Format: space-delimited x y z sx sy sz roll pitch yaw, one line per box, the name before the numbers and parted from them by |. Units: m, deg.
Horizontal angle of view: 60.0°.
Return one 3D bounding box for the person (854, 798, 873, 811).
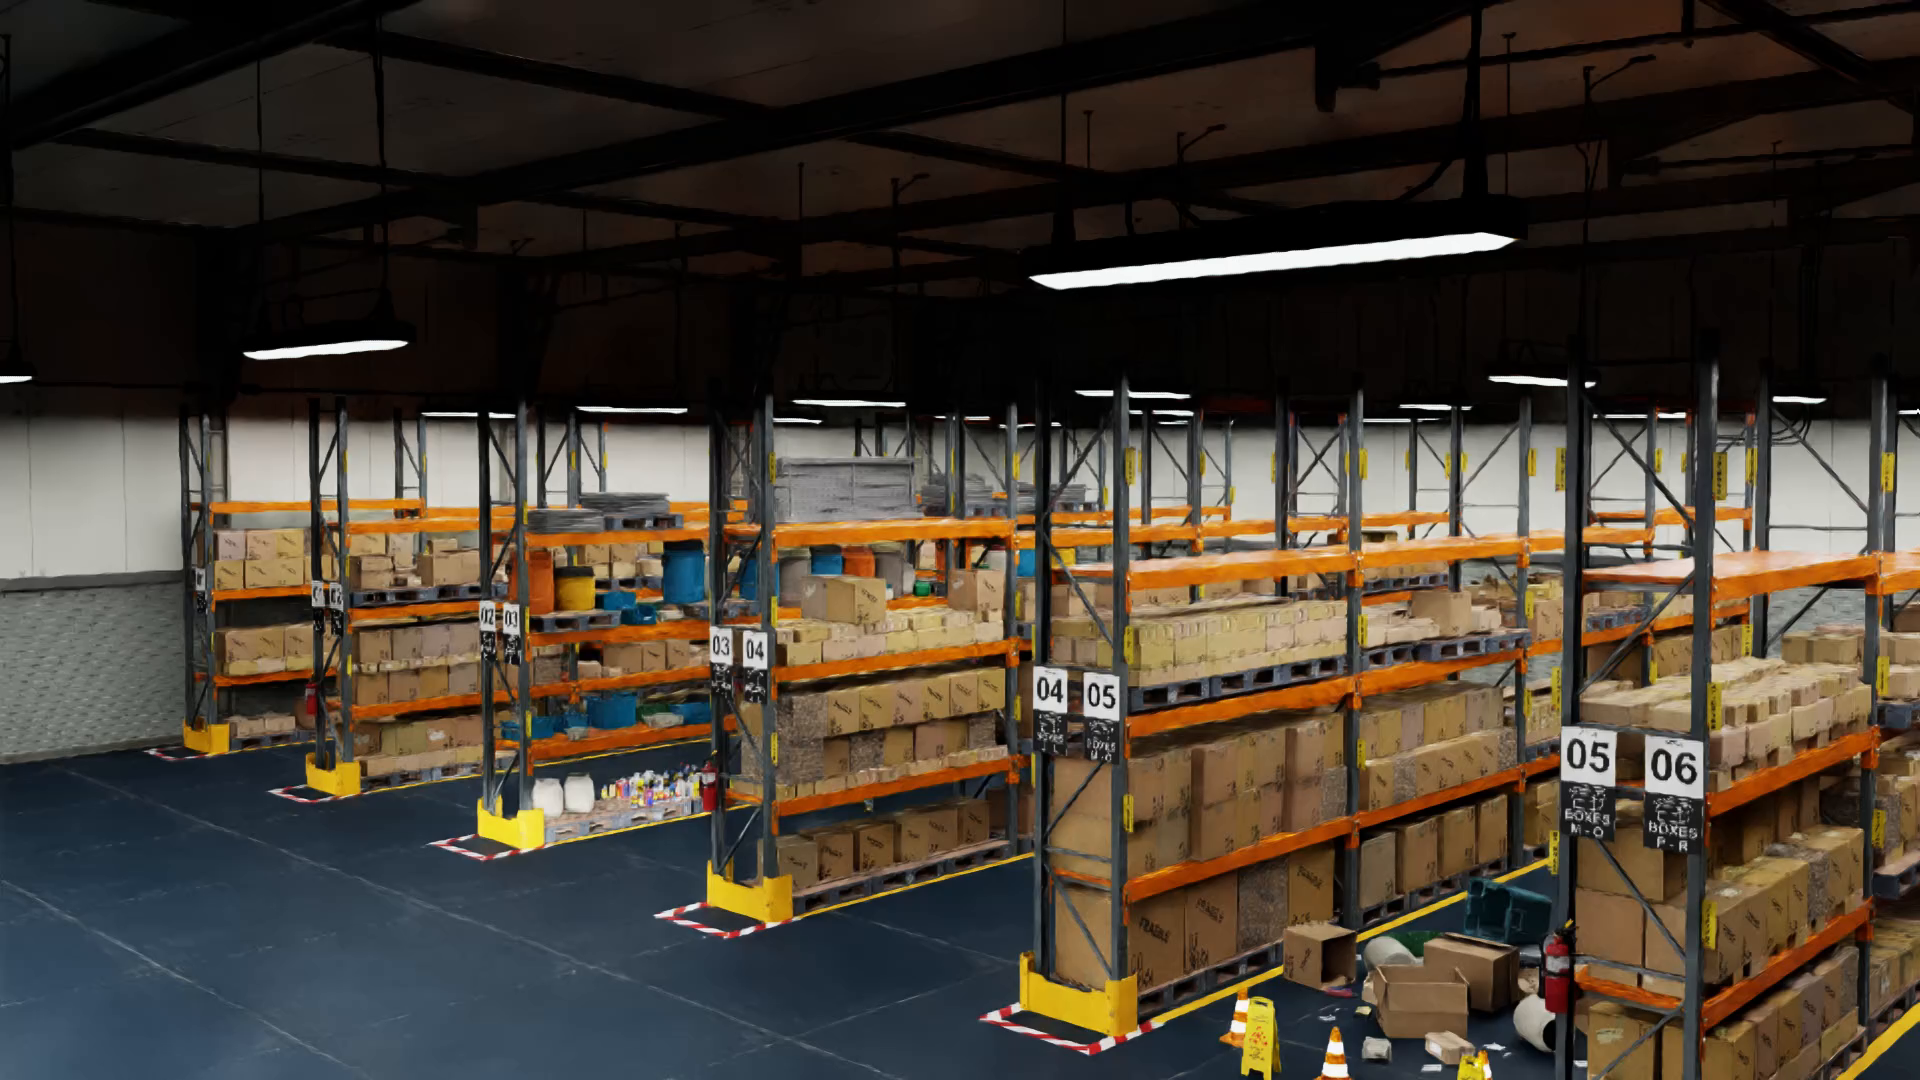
person | -1.422 3.039 24.130 0.710 1.702 0.836 2 3 27
